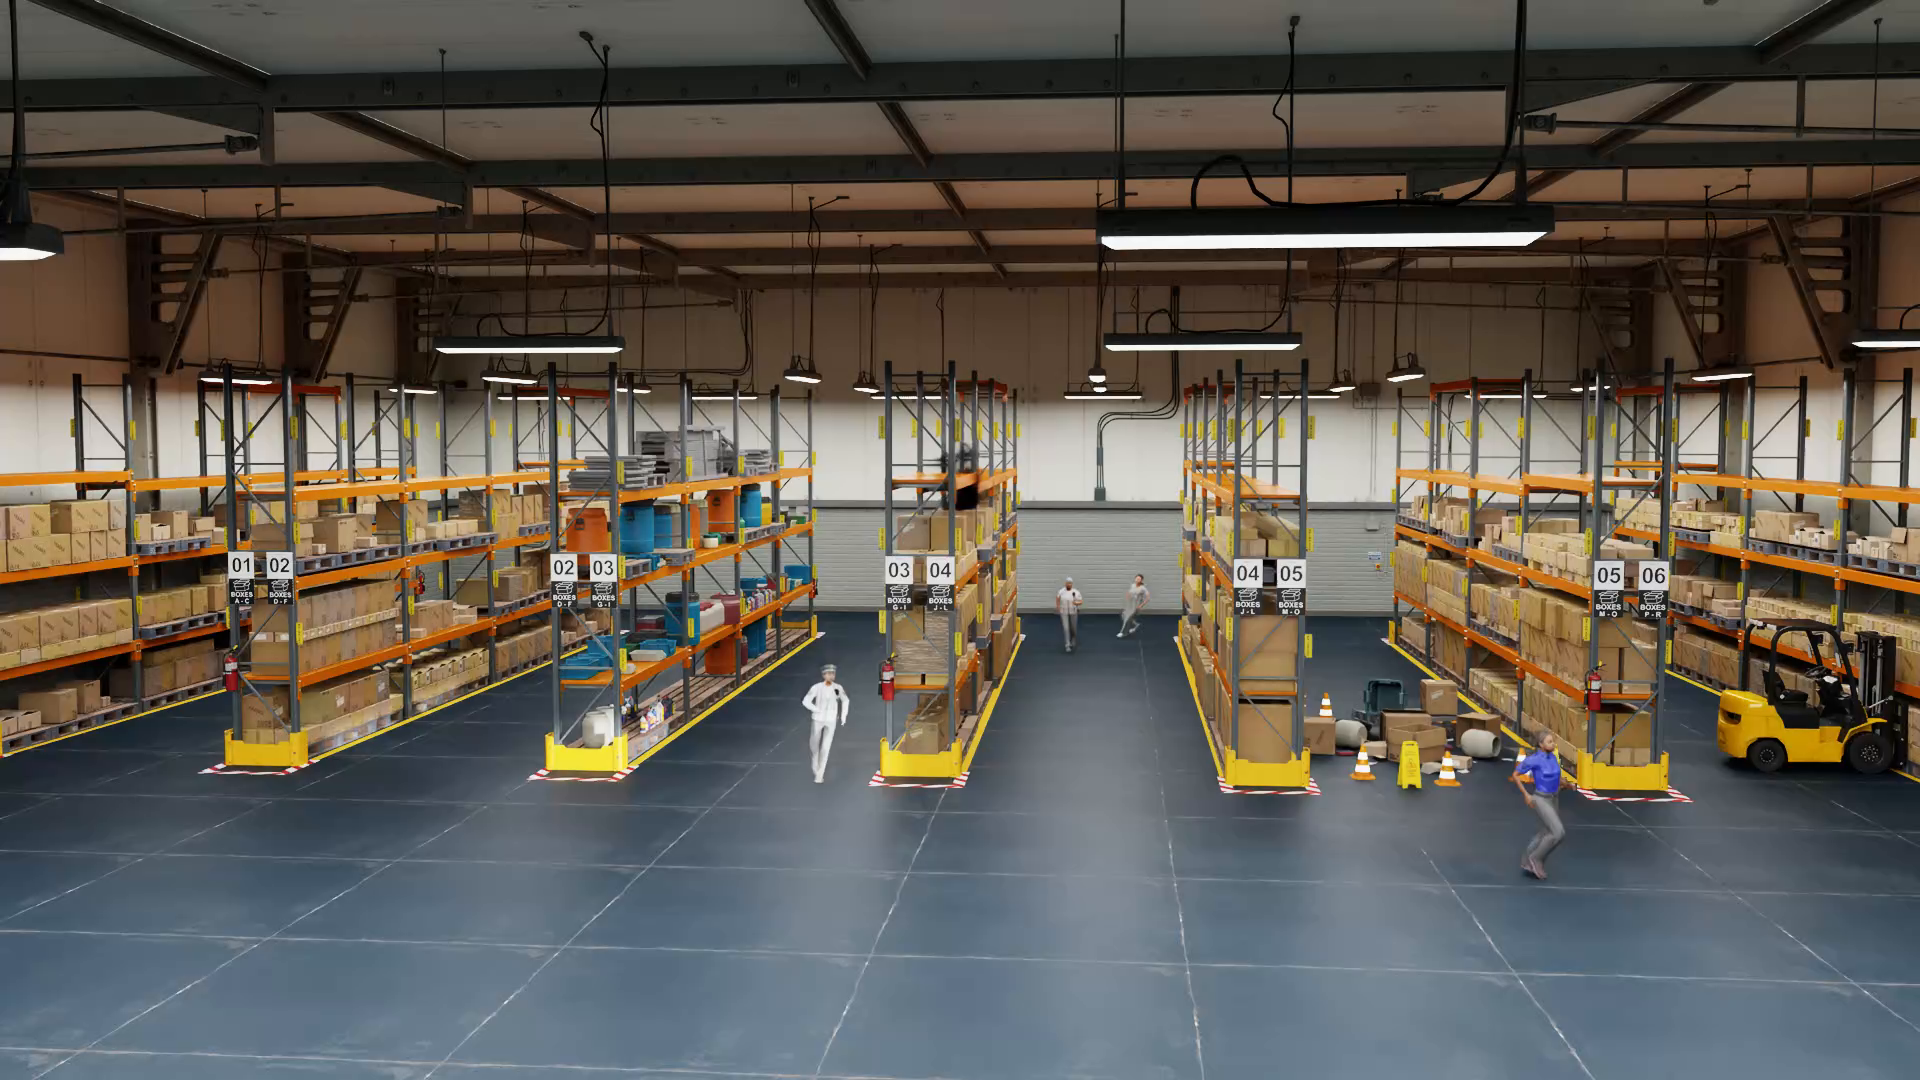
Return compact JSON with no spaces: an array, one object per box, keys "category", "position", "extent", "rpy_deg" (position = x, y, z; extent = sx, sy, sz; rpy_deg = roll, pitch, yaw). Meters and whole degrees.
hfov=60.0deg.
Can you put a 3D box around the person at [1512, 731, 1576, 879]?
[{"category":"person","position":[6.557,2.960,18.553],"extent":[0.553,1.642,0.652],"rpy_deg":[-3,5,-40]}]

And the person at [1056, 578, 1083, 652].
[{"category":"person","position":[2.481,1.678,37.784],"extent":[0.608,1.641,0.906],"rpy_deg":[0,4,3]}]

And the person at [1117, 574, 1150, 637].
[{"category":"person","position":[4.235,1.587,40.248],"extent":[0.584,1.551,0.705],"rpy_deg":[-3,5,-38]}]

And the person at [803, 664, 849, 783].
[{"category":"person","position":[-1.918,2.601,23.826],"extent":[0.670,1.644,0.849],"rpy_deg":[0,4,-5]}]
